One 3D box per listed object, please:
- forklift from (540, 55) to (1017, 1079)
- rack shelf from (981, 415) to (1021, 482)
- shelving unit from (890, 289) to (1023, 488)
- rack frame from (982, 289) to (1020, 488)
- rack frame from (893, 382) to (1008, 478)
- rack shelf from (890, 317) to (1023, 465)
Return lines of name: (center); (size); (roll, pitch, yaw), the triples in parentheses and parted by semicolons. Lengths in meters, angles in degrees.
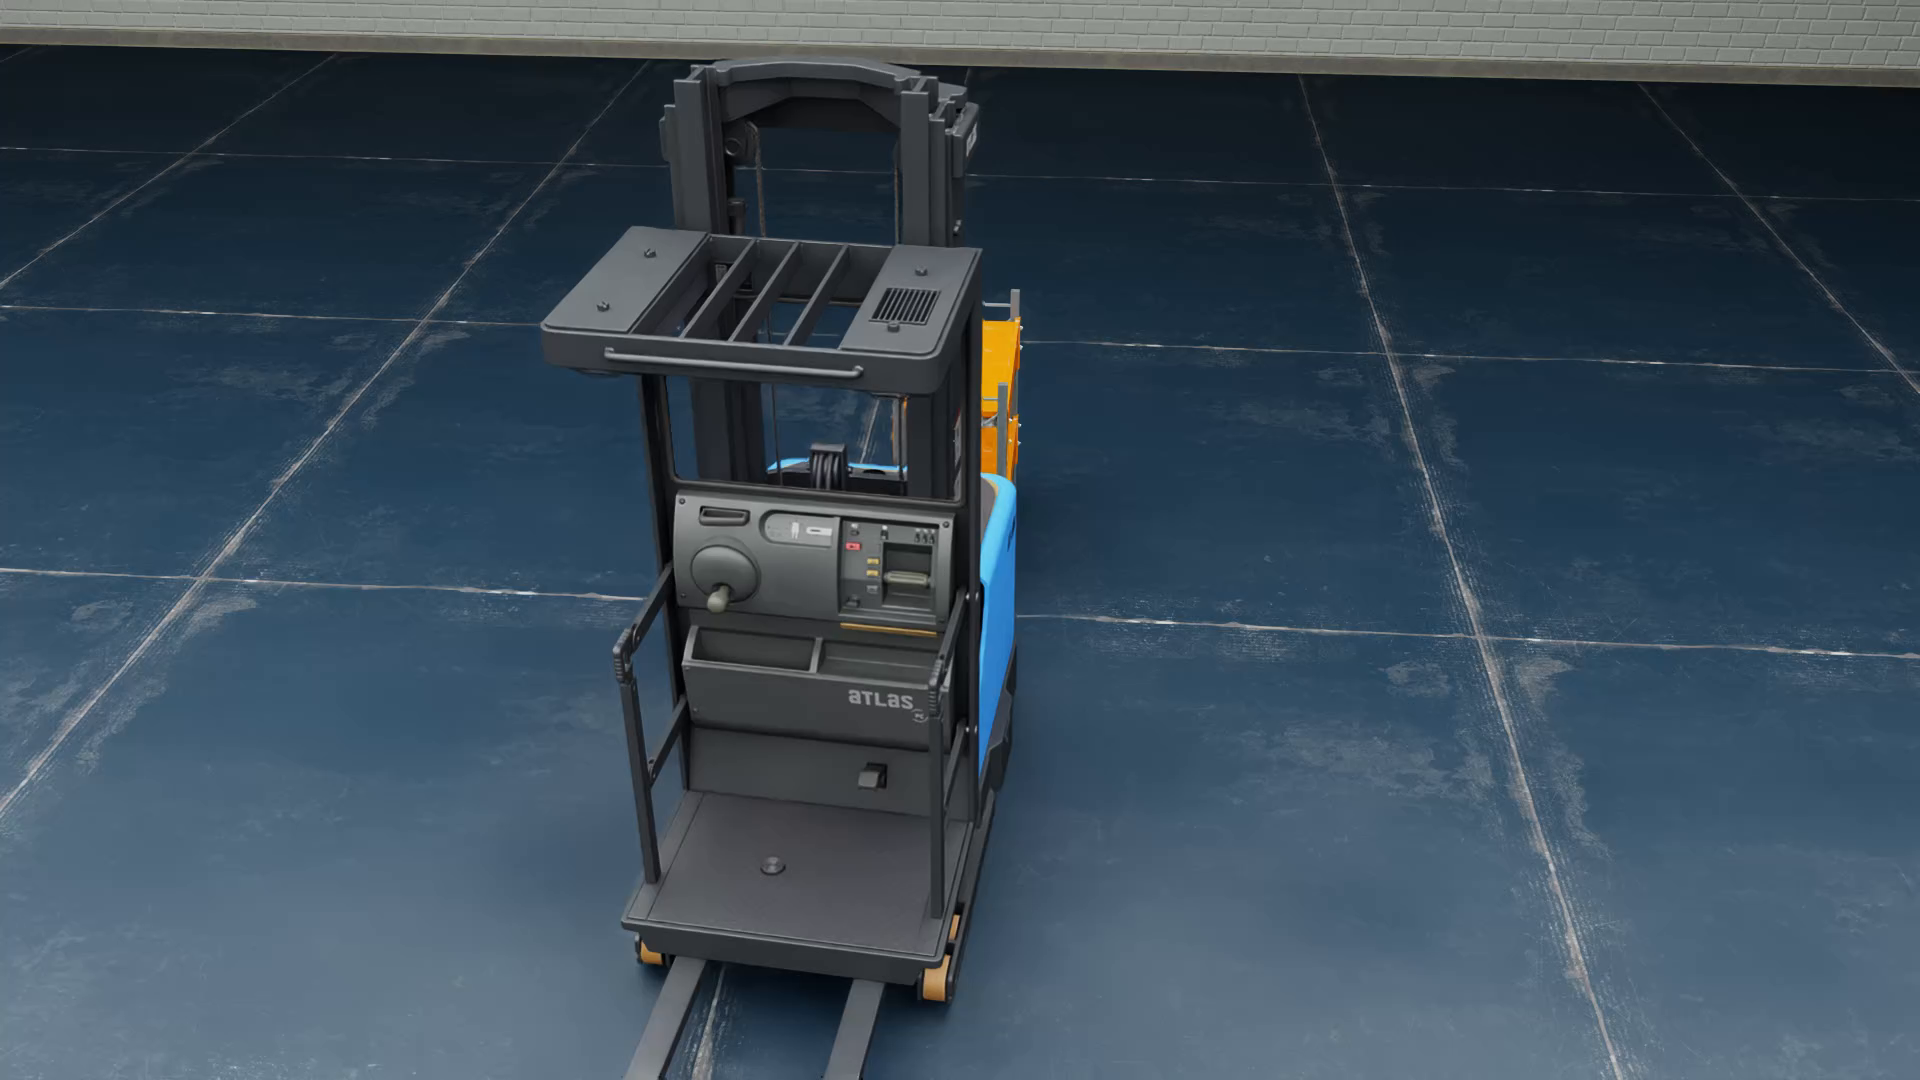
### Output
forklift: (-0.517, 0.123, 5.256); (1.130, 2.935, 3.031); (5, 32, 8)
rack shelf: (-0.001, -0.267, 8.077); (0.538, 0.278, 1.000); (2, 32, 4)
shelving unit: (-0.001, -0.475, 7.949); (0.538, 1.125, 1.048); (2, 32, 4)
rack frame: (0.041, -0.741, 8.380); (0.500, 1.125, 0.032); (2, 32, 4)
rack frame: (-0.042, -0.210, 7.518); (0.500, 1.125, 0.032); (2, 32, 4)
rack shelf: (-0.001, -0.725, 7.796); (0.538, 0.278, 1.000); (2, 32, 4)
